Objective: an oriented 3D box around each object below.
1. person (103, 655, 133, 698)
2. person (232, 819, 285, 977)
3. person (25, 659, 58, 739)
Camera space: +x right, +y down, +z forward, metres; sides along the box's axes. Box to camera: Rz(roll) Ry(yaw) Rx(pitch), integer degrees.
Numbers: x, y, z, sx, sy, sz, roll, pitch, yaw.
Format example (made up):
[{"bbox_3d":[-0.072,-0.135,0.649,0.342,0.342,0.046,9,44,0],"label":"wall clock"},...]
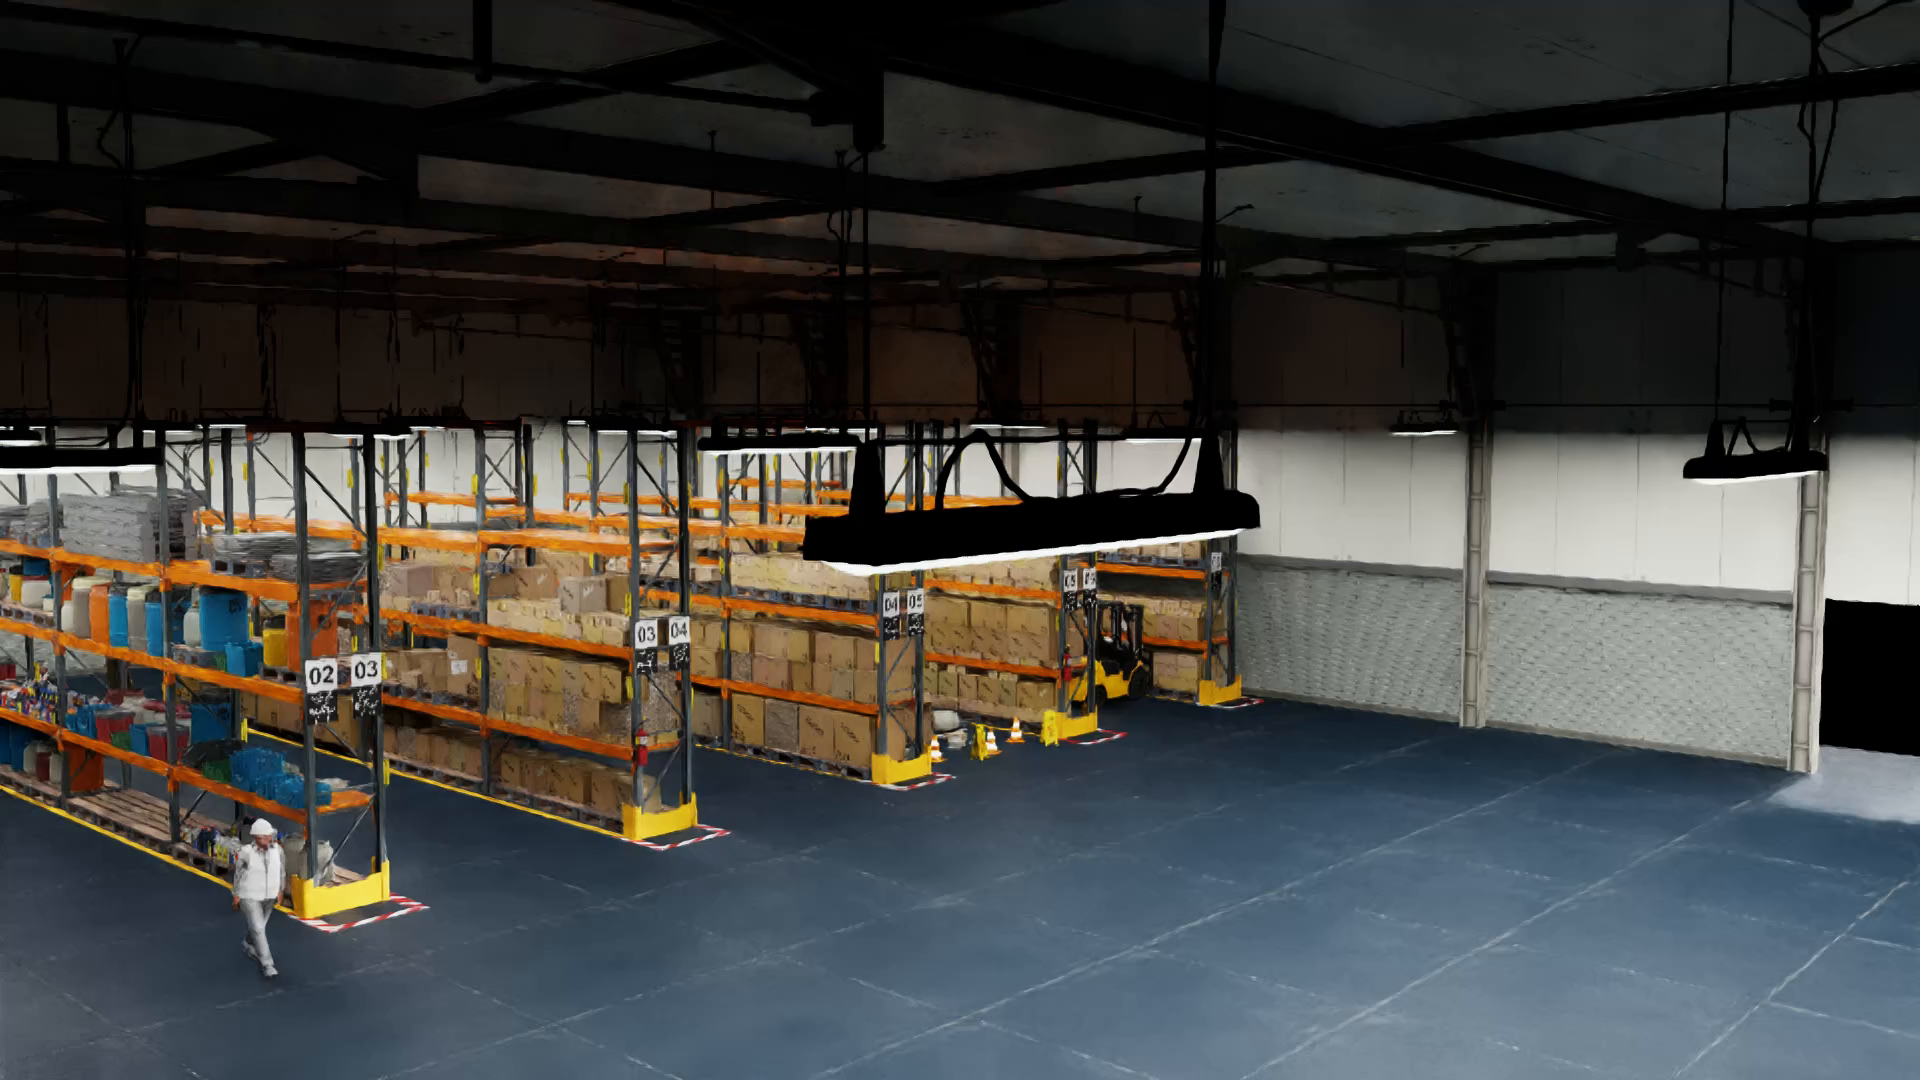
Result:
[{"bbox_3d":[-18.166,2.522,35.881,0.617,1.771,0.677,1,5,8],"label":"person"},{"bbox_3d":[-7.810,3.949,18.622,1.119,1.700,0.543,4,6,39],"label":"person"},{"bbox_3d":[-16.762,3.002,30.262,0.759,1.703,0.658,1,5,16],"label":"person"}]
